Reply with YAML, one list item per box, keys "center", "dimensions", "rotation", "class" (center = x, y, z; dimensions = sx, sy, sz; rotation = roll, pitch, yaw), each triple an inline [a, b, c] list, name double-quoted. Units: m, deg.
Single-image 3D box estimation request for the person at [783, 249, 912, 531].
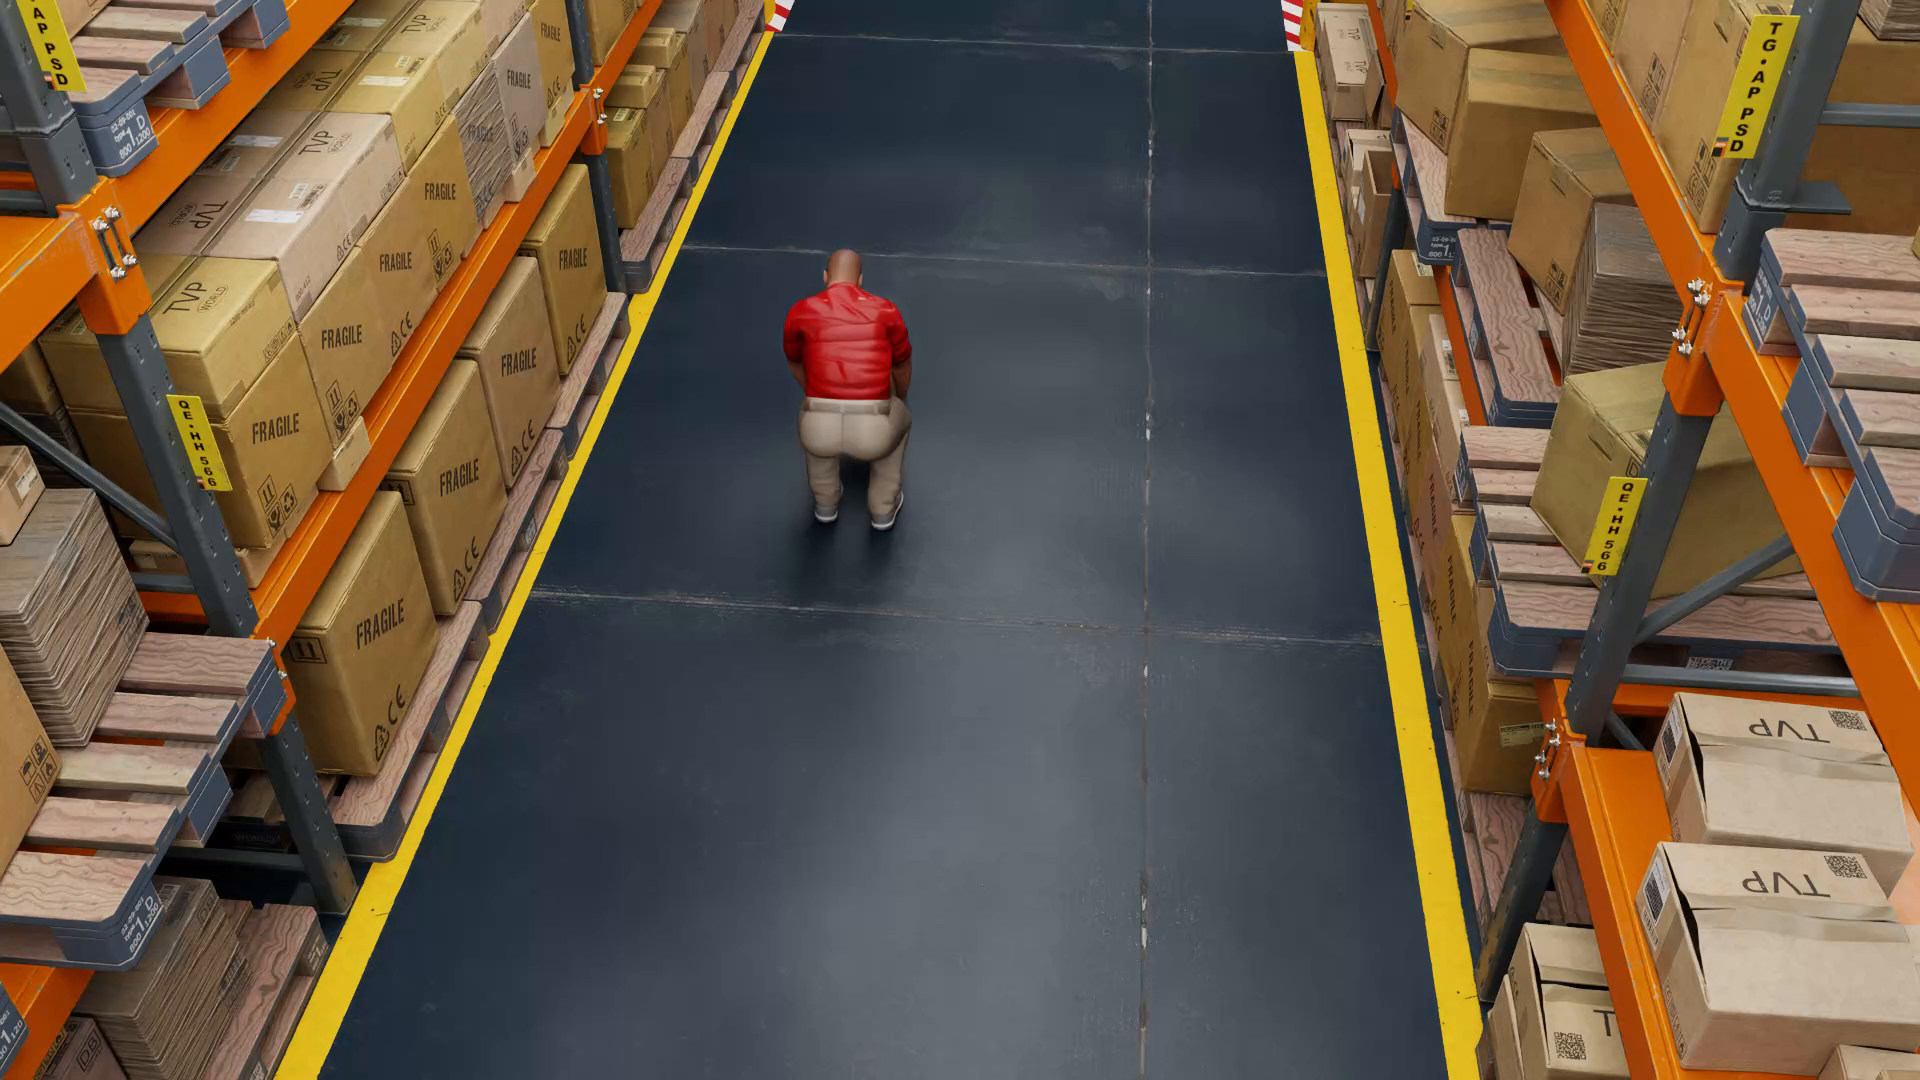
- center: [-0.512, -0.630, 7.396]
  dimensions: [0.576, 1.130, 0.820]
  rotation: [3, 40, 4]
  class: "person"
